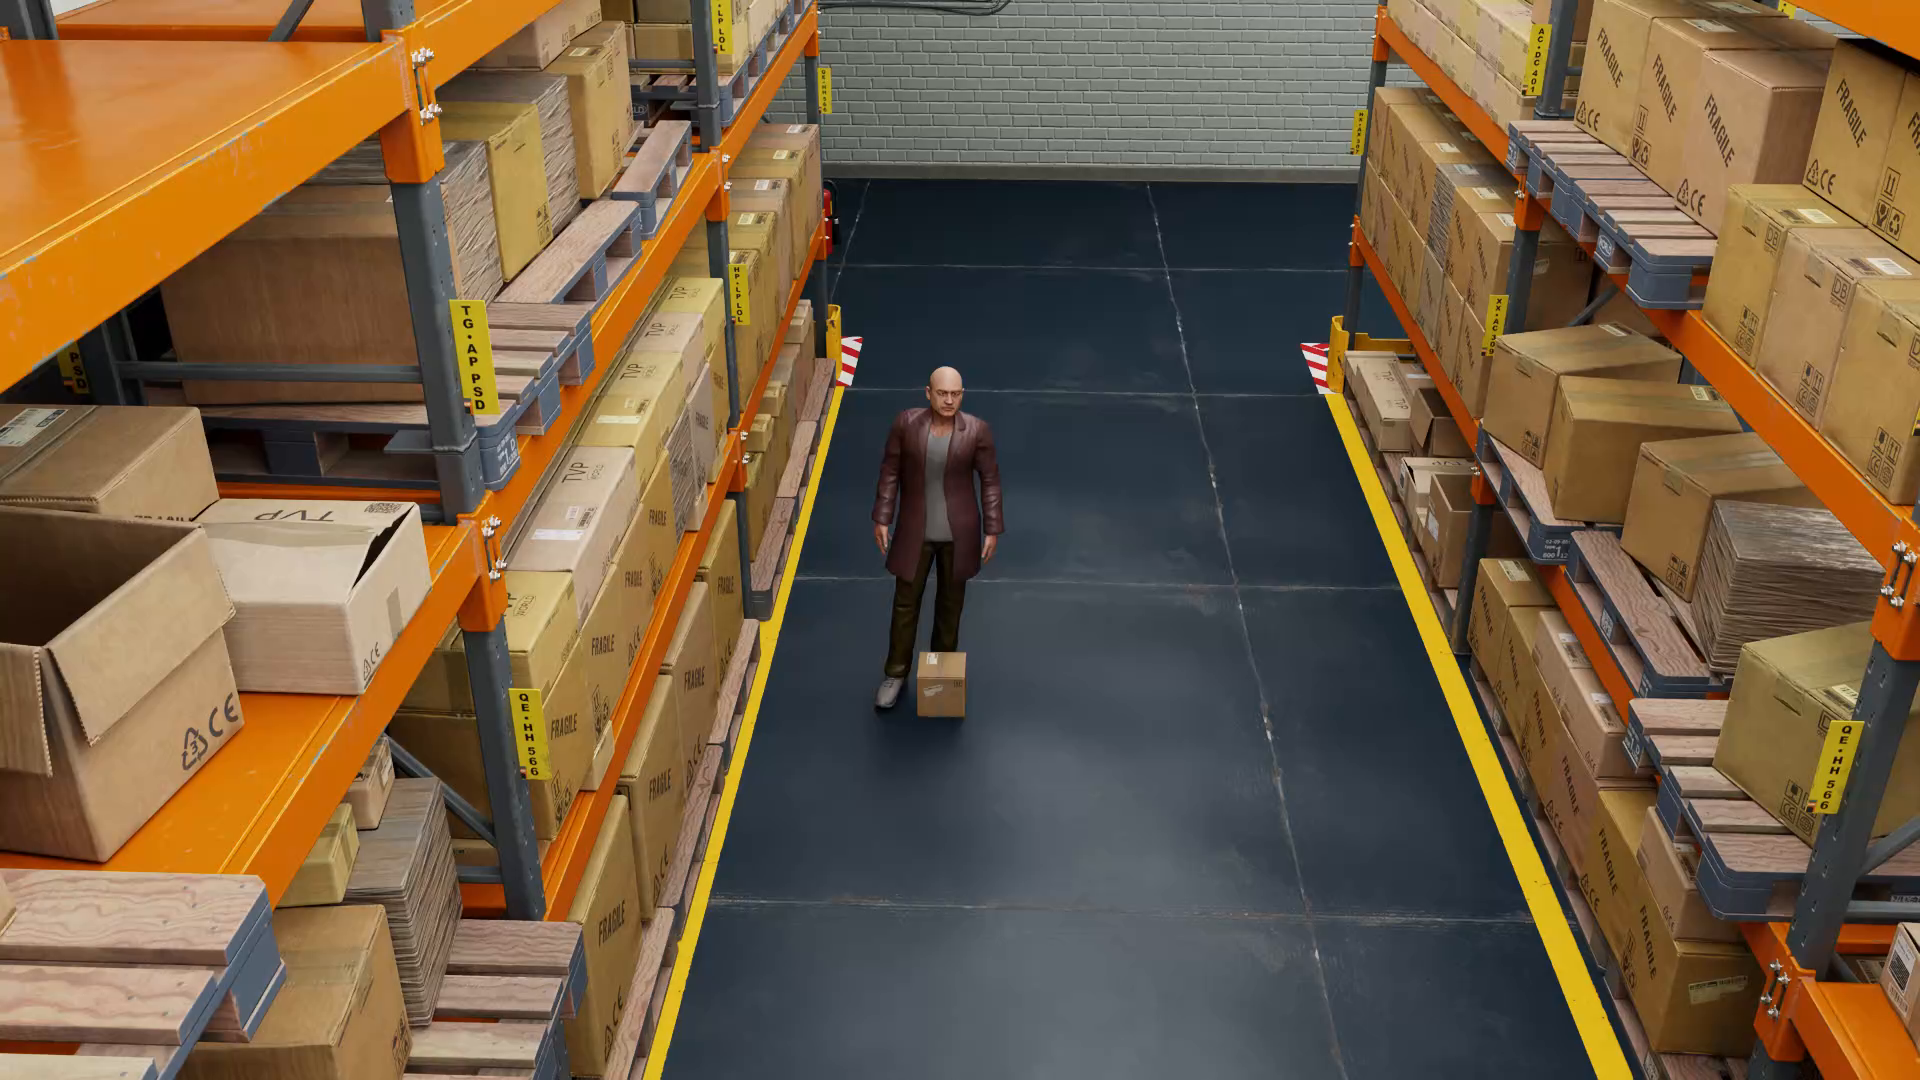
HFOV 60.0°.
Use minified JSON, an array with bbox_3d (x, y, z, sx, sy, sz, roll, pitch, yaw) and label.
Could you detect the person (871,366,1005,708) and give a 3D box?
[{"bbox_3d":[-0.119,-0.004,8.624,0.698,1.778,0.580,1,28,2],"label":"person"}]
